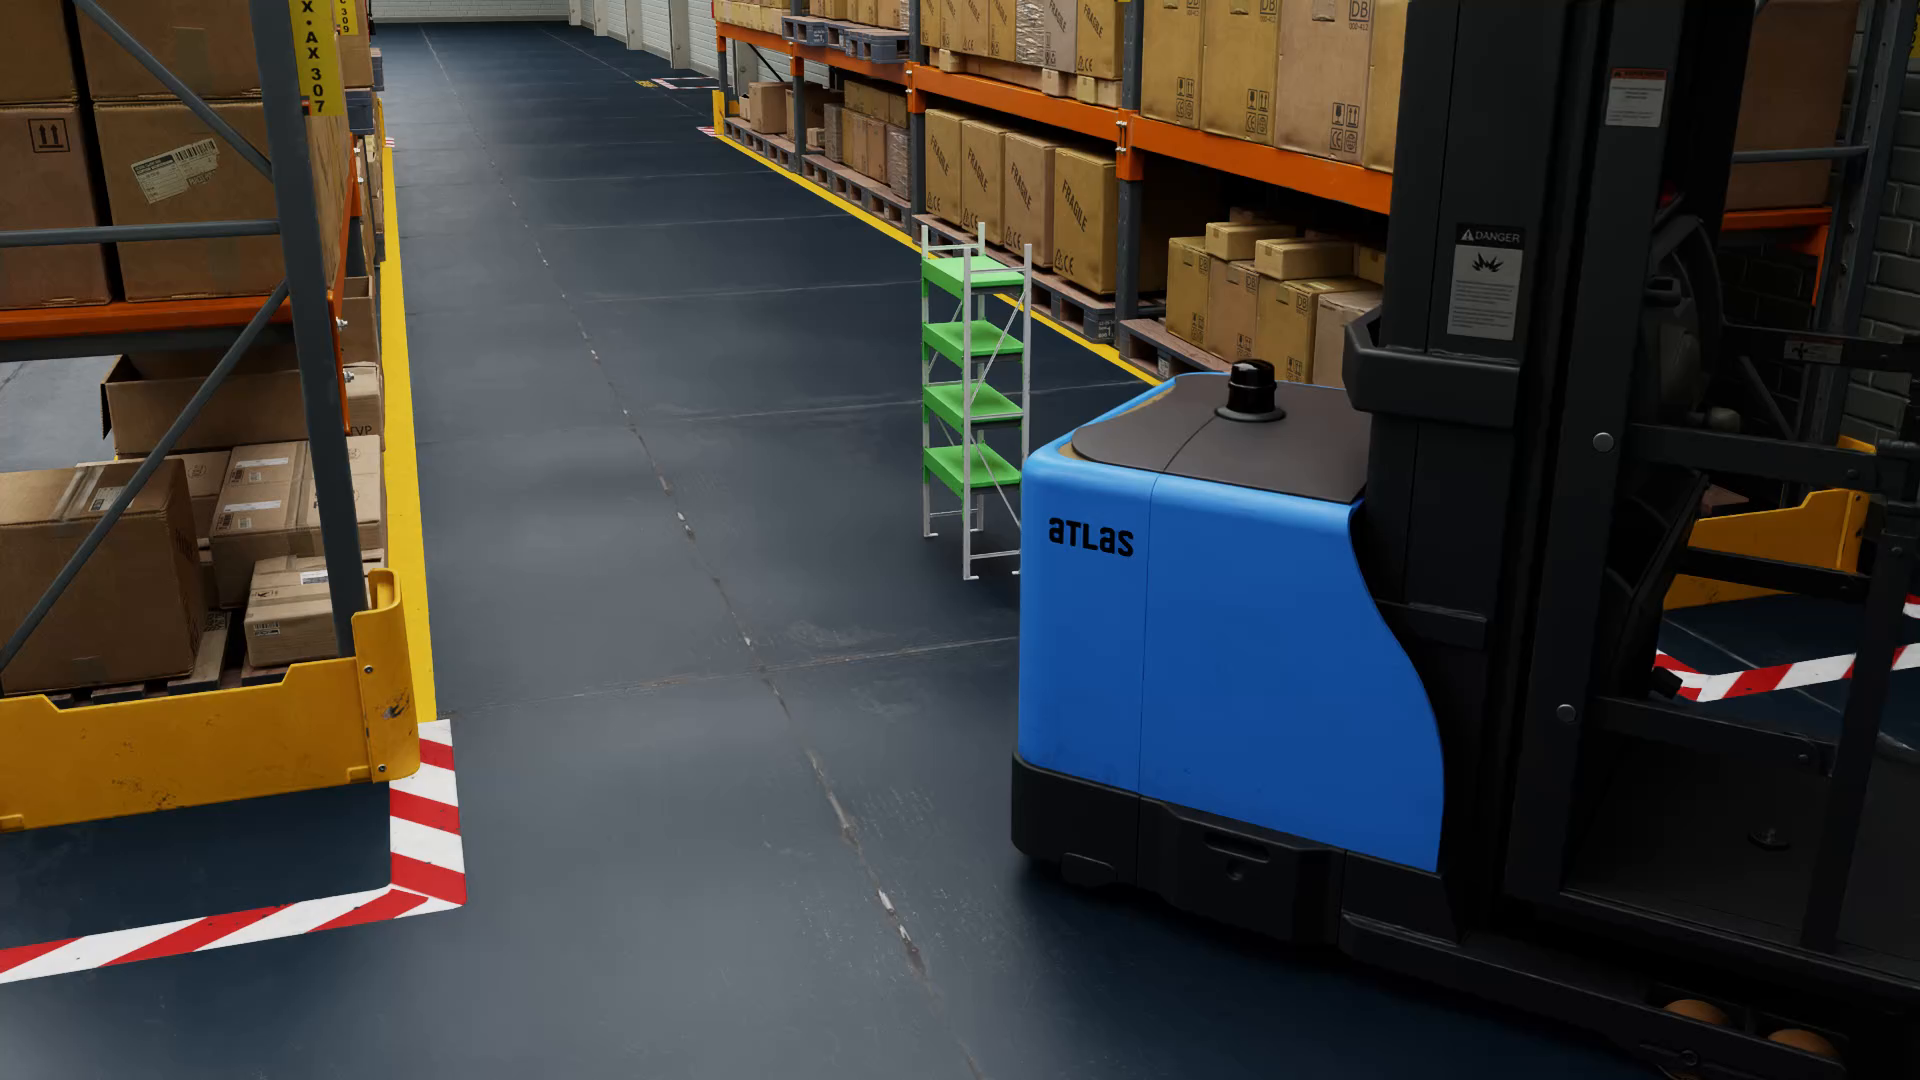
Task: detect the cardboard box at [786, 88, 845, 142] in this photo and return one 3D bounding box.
[{"bbox_3d":[-1.511,-4.464,17.455,0.500,0.500,0.500,-8,21,-21],"label":"cardboard box"}]

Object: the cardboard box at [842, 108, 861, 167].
[{"bbox_3d":[-0.690,-3.741,15.440,0.700,0.500,0.500,-7,21,-18],"label":"cardboard box"}]

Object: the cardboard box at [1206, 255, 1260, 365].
[{"bbox_3d":[1.660,-1.146,8.248,0.700,0.500,0.500,-7,21,-18],"label":"cardboard box"}]

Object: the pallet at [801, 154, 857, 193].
[{"bbox_3d":[-0.901,-3.543,15.968,1.003,0.211,1.213,-6,21,-17],"label":"pallet"}]

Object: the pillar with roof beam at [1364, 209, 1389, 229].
[{"bbox_3d":[-1.678,-4.771,6.387,9.100,9.000,0.400,-6,21,-17],"label":"pillar with roof beam"}]

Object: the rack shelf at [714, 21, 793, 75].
[{"bbox_3d":[-1.775,-5.408,18.100,1.077,0.370,4.000,-6,21,-17],"label":"rack shelf"}]

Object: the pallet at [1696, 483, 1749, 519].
[{"bbox_3d":[2.299,-0.190,6.633,1.003,0.211,1.213,-6,21,-17],"label":"pallet"}]

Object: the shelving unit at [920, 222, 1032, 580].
[{"bbox_3d":[0.052,-0.512,6.066,0.258,1.200,0.503,-6,21,-17],"label":"shelving unit"}]

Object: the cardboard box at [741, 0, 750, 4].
[{"bbox_3d":[-2.064,-6.005,17.780,0.500,0.500,0.500,-6,21,-16],"label":"cardboard box"}]

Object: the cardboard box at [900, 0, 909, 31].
[{"bbox_3d":[-0.047,-4.225,12.944,0.700,0.500,0.500,-9,22,-24],"label":"cardboard box"}]

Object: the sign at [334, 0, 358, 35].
[{"bbox_3d":[-2.821,-2.478,7.597,0.100,0.325,0.005,-6,21,-17],"label":"sign"}]

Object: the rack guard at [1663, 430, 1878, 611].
[{"bbox_3d":[2.632,-0.070,5.872,1.175,0.500,0.348,-6,21,-17],"label":"rack guard"}]

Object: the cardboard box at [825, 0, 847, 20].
[{"bbox_3d":[-0.850,-5.012,15.134,0.700,0.500,0.500,-4,20,-12],"label":"cardboard box"}]

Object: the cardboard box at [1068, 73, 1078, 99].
[{"bbox_3d":[0.852,-2.674,9.765,0.380,0.149,0.250,-6,21,-16],"label":"cardboard box"}]

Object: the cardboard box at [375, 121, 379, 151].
[{"bbox_3d":[-5.279,-3.479,14.282,0.500,0.311,0.500,-6,21,-16],"label":"cardboard box"}]

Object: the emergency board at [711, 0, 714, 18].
[{"bbox_3d":[-3.989,-8.978,26.976,0.194,1.169,0.643,-6,21,-17],"label":"emergency board"}]

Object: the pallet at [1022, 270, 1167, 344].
[{"bbox_3d":[1.054,-1.465,10.183,1.003,0.211,1.213,-6,21,-17],"label":"pallet"}]

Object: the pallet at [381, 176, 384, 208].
[{"bbox_3d":[-5.580,-3.033,14.548,1.003,0.211,1.213,-6,21,-17],"label":"pallet"}]

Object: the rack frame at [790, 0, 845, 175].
[{"bbox_3d":[-1.147,-5.105,16.192,1.000,3.000,0.127,-6,21,-17],"label":"rack frame"}]

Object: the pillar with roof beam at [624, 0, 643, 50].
[{"bbox_3d":[-11.107,-14.398,33.190,9.100,9.000,0.400,-6,21,-17],"label":"pillar with roof beam"}]

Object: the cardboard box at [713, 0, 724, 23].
[{"bbox_3d":[-2.552,-6.137,19.258,0.500,0.250,0.500,-7,21,-19],"label":"cardboard box"}]

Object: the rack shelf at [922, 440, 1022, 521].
[{"bbox_3d":[0.052,-0.226,6.169,0.258,0.148,0.480,-6,21,-17],"label":"rack shelf"}]

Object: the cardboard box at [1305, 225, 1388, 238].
[{"bbox_3d":[1.899,-1.428,8.071,0.380,0.149,0.250,-7,21,-19],"label":"cardboard box"}]

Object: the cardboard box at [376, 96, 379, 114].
[{"bbox_3d":[-6.170,-4.497,16.837,0.500,0.500,0.500,-6,21,-17],"label":"cardboard box"}]

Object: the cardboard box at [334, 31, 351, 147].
[{"bbox_3d":[-2.933,-1.924,7.188,0.500,0.500,0.500,-6,21,-16],"label":"cardboard box"}]

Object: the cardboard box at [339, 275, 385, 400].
[{"bbox_3d":[-2.885,-0.888,7.499,0.500,0.500,0.500,-6,21,-17],"label":"cardboard box"}]

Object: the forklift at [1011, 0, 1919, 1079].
[{"bbox_3d":[1.659,-0.451,3.335,3.031,2.935,1.130,11,23,28],"label":"forklift"}]

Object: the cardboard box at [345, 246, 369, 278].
[{"bbox_3d":[-3.255,-1.222,8.428,0.500,0.500,0.500,-7,21,-20],"label":"cardboard box"}]

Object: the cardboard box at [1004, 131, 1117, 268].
[{"bbox_3d":[0.758,-2.203,10.672,0.750,0.750,0.750,-6,21,-16],"label":"cardboard box"}]

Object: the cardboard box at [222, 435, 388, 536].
[{"bbox_3d":[-2.293,-0.165,5.855,0.500,0.250,0.500,-6,21,-17],"label":"cardboard box"}]

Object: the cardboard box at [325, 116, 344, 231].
[{"bbox_3d":[-2.288,-1.270,5.368,0.500,0.500,0.500,-6,21,-17],"label":"cardboard box"}]

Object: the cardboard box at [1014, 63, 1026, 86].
[{"bbox_3d":[0.562,-3.006,10.690,0.380,0.149,0.250,-6,21,-15],"label":"cardboard box"}]

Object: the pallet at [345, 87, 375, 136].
[{"bbox_3d":[-3.481,-2.188,8.354,1.003,0.211,1.213,-6,21,-17],"label":"pallet"}]

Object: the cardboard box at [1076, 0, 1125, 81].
[{"bbox_3d":[0.983,-2.856,9.312,0.500,0.500,0.500,-7,21,-18],"label":"cardboard box"}]

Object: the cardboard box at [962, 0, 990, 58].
[{"bbox_3d":[0.331,-3.506,11.123,0.500,0.500,0.500,-6,21,-17],"label":"cardboard box"}]

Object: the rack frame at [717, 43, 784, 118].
[{"bbox_3d":[-2.404,-6.389,19.766,1.000,3.000,0.127,-6,21,-17],"label":"rack frame"}]

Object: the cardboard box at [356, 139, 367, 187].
[{"bbox_3d":[-4.053,-2.385,10.556,0.500,0.250,0.500,-6,20,-15],"label":"cardboard box"}]

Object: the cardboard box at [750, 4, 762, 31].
[{"bbox_3d":[-1.905,-5.484,17.440,0.500,0.250,0.500,-7,21,-18],"label":"cardboard box"}]

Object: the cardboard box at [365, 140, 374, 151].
[{"bbox_3d":[-4.650,-2.828,12.470,0.500,0.311,0.500,-7,21,-19],"label":"cardboard box"}]

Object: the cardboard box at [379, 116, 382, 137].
[{"bbox_3d":[-6.329,-4.304,17.410,0.500,0.250,0.500,-6,21,-17],"label":"cardboard box"}]

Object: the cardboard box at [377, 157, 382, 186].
[{"bbox_3d":[-5.124,-3.052,13.923,0.500,0.250,0.500,-6,21,-16],"label":"cardboard box"}]

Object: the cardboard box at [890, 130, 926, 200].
[{"bbox_3d":[-0.165,-3.077,13.594,0.700,0.500,0.500,-6,21,-16],"label":"cardboard box"}]

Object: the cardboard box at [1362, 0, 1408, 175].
[{"bbox_3d":[2.216,-1.790,6.519,0.980,0.700,0.700,-7,21,-18],"label":"cardboard box"}]

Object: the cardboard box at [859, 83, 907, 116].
[{"bbox_3d":[-0.591,-3.947,14.904,0.500,0.250,0.500,-7,21,-19],"label":"cardboard box"}]

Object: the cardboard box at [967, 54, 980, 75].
[{"bbox_3d":[0.264,-3.339,11.616,0.380,0.149,0.250,-7,21,-18],"label":"cardboard box"}]

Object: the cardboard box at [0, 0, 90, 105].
[{"bbox_3d":[-2.478,-1.358,4.132,0.500,0.500,0.500,-7,21,-18],"label":"cardboard box"}]

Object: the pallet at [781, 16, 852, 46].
[{"bbox_3d":[-1.045,-4.754,15.498,1.003,0.211,1.213,-6,21,-17],"label":"pallet"}]

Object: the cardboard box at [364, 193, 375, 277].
[{"bbox_3d":[-3.912,-1.883,10.269,0.500,0.500,0.500,-7,21,-19],"label":"cardboard box"}]
